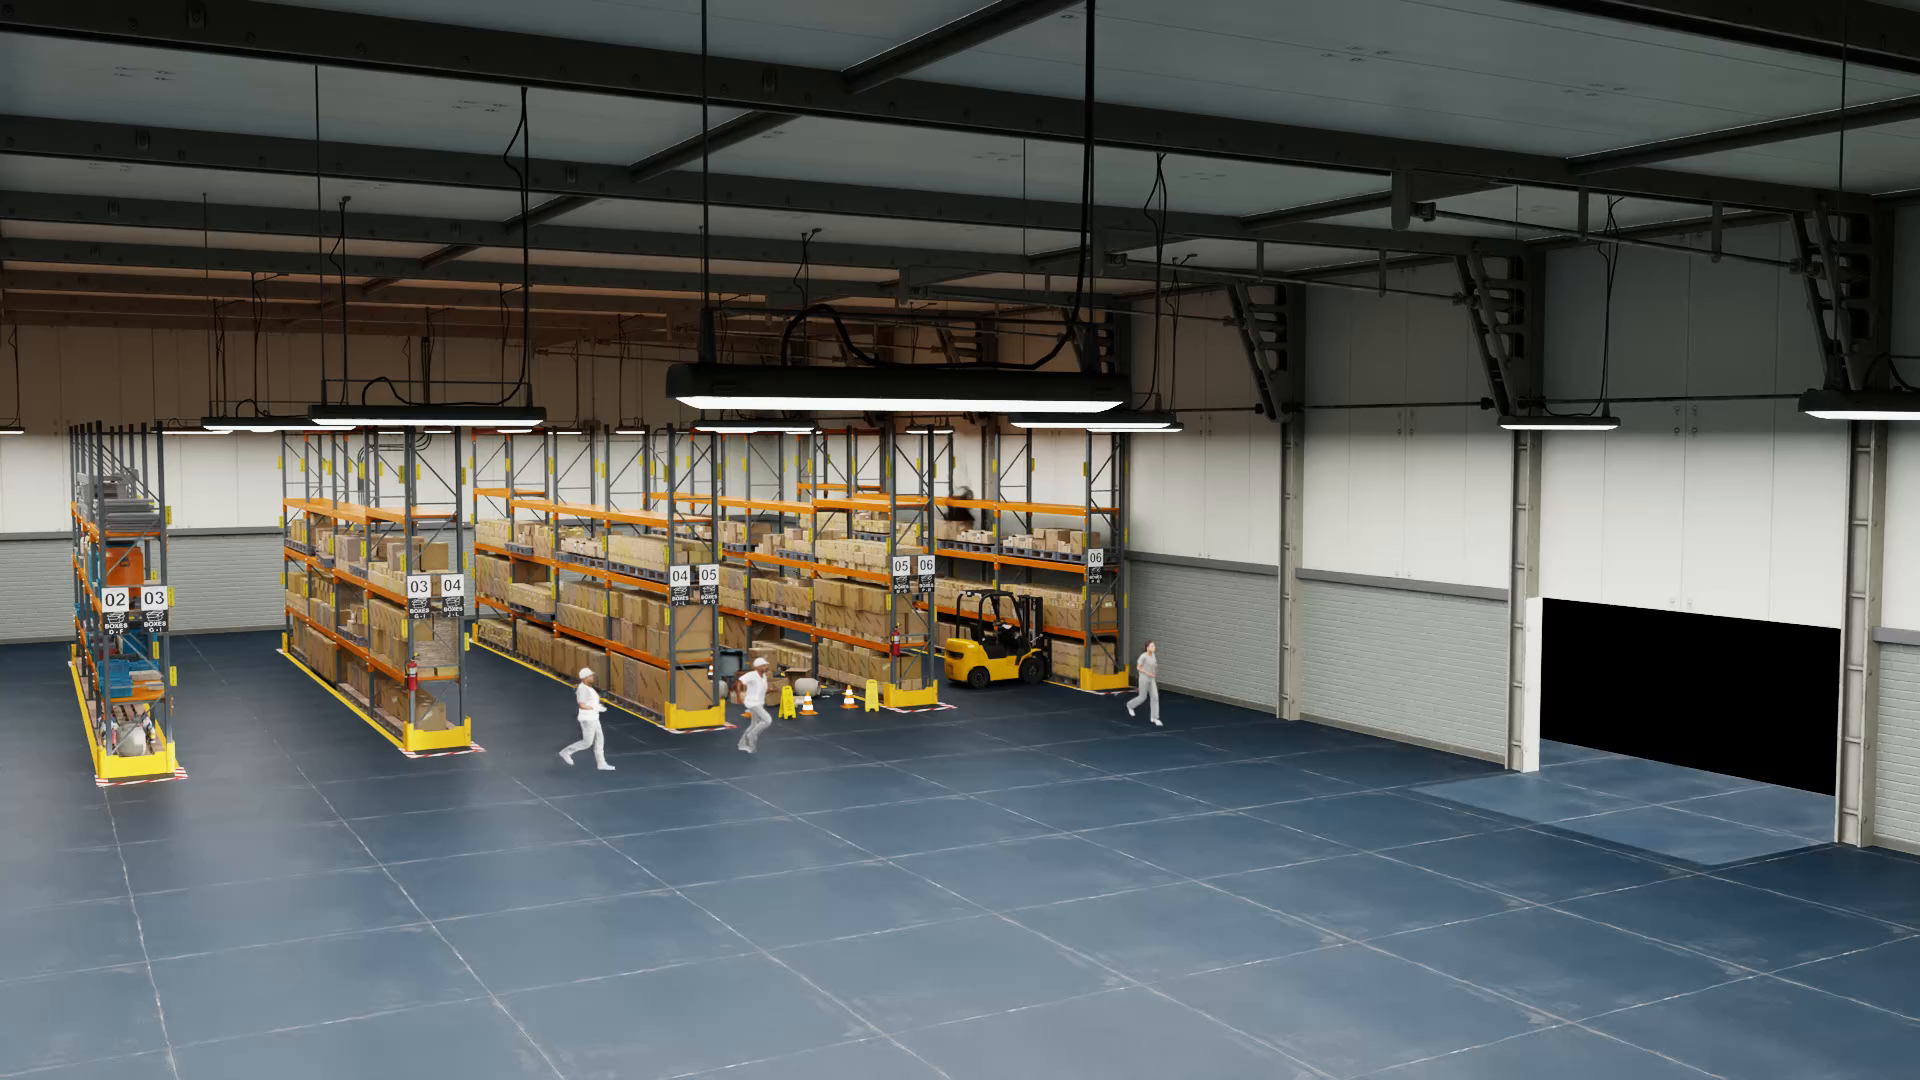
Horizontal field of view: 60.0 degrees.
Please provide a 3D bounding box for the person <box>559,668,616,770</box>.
[{"bbox_3d":[-6.373,3.072,28.434,0.940,1.772,0.665,0,4,-3],"label":"person"}]

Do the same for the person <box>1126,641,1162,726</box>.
[{"bbox_3d":[3.719,2.833,33.340,0.567,1.664,0.991,-3,5,-42],"label":"person"}]

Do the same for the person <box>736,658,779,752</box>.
[{"bbox_3d":[-3.663,2.987,30.097,0.745,1.707,0.744,1,4,17],"label":"person"}]
